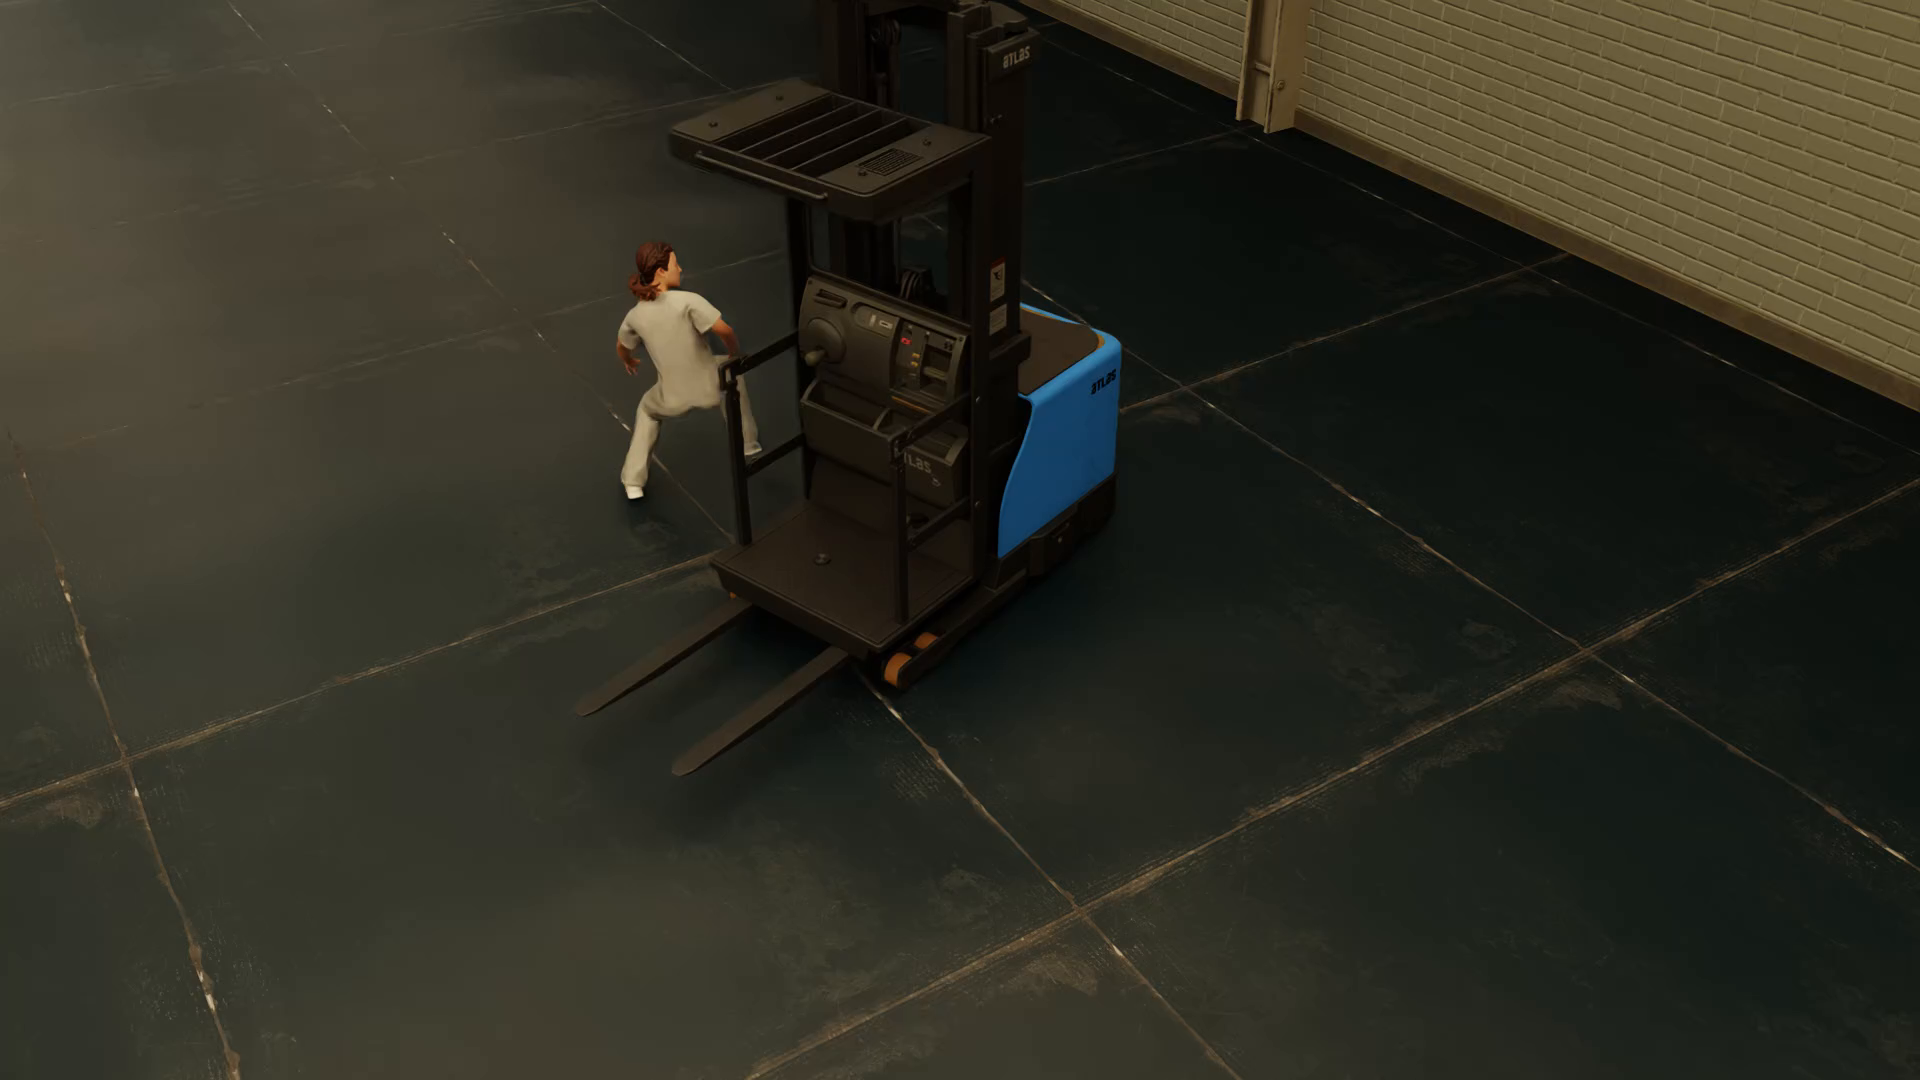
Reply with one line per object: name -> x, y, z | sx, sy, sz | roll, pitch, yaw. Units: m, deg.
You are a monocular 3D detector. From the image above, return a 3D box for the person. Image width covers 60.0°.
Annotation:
person -> -1.473, -0.886, 8.755 | 0.765, 1.447, 0.600 | -1, 35, -2

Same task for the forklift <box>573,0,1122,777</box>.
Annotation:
forklift -> -0.487, -0.834, 7.334 | 1.130, 2.935, 3.031 | 24, 42, 31
